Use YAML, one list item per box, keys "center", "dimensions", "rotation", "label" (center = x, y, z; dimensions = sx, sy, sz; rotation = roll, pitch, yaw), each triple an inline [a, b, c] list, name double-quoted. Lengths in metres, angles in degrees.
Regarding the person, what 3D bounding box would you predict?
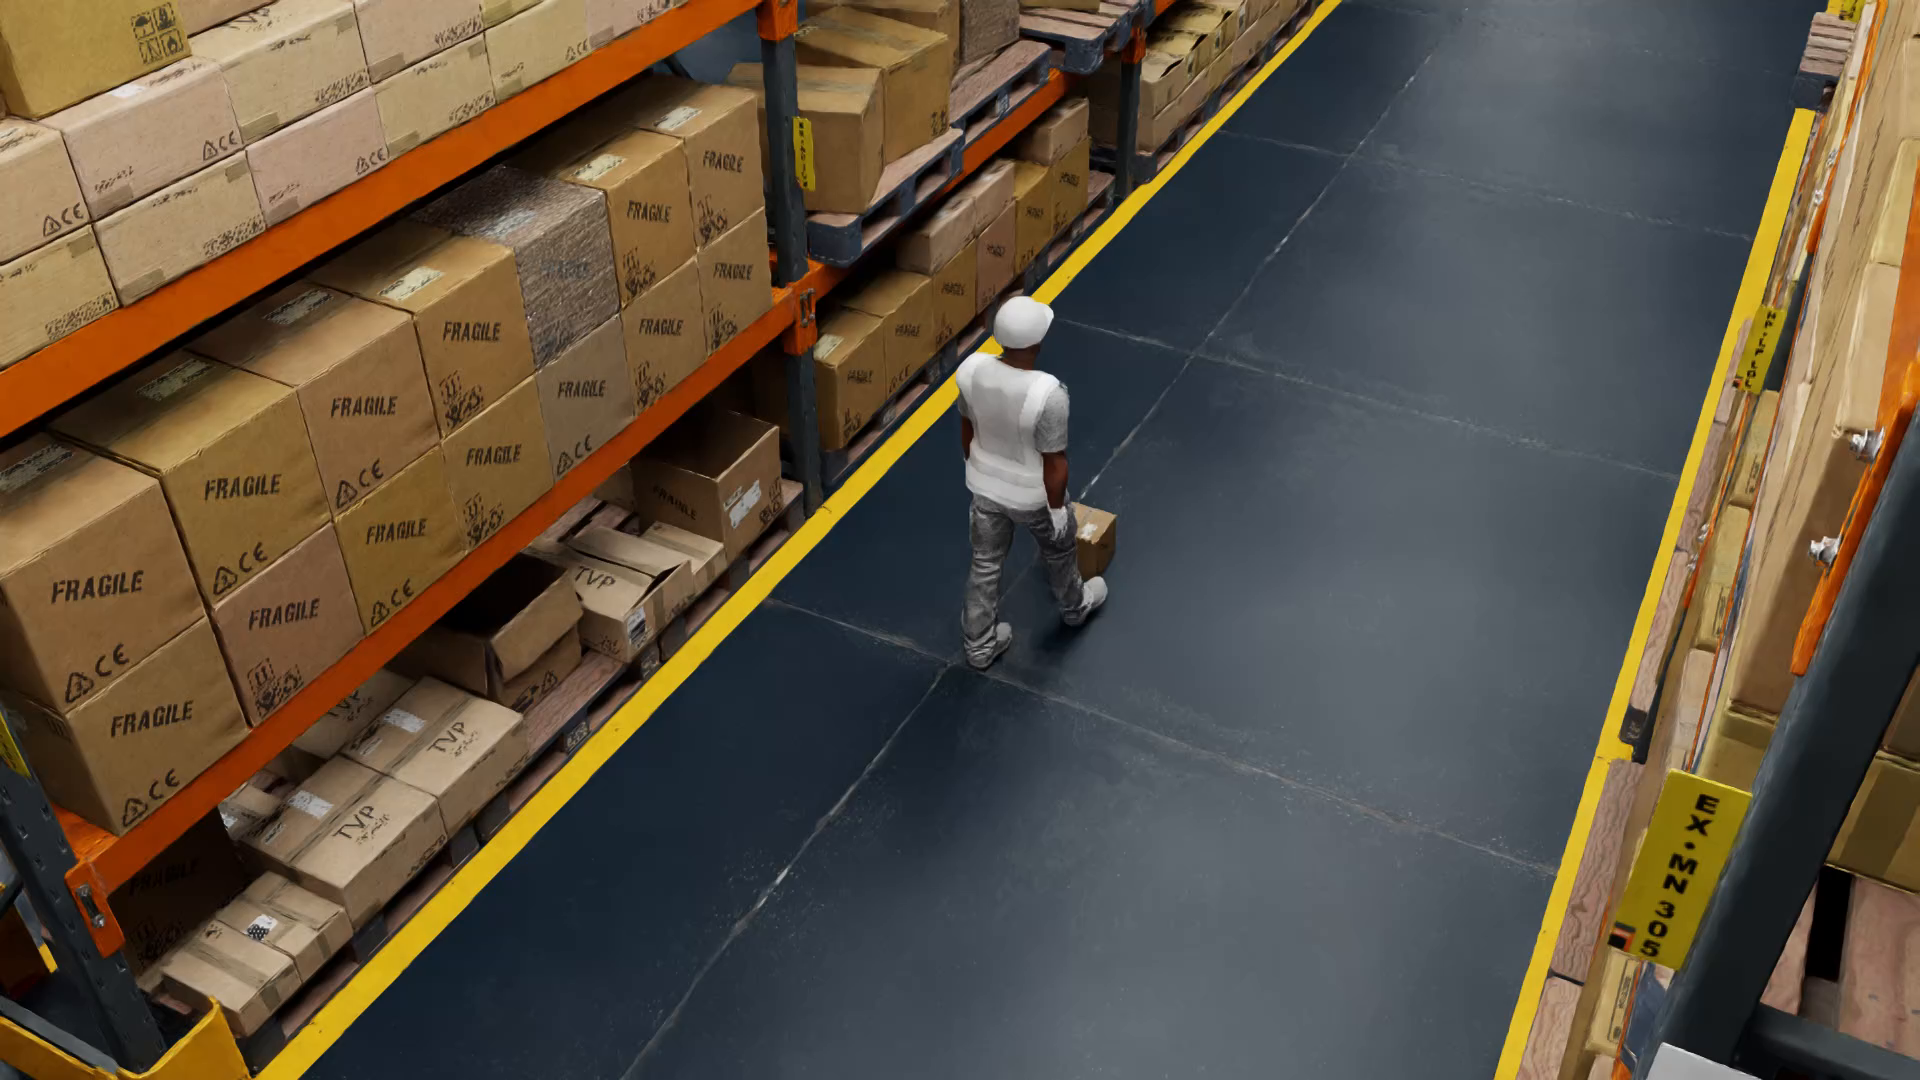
- center: [0.307, -0.309, 7.119]
  dimensions: [0.554, 1.767, 0.771]
  rotation: [21, 42, 25]
  label: "person"
